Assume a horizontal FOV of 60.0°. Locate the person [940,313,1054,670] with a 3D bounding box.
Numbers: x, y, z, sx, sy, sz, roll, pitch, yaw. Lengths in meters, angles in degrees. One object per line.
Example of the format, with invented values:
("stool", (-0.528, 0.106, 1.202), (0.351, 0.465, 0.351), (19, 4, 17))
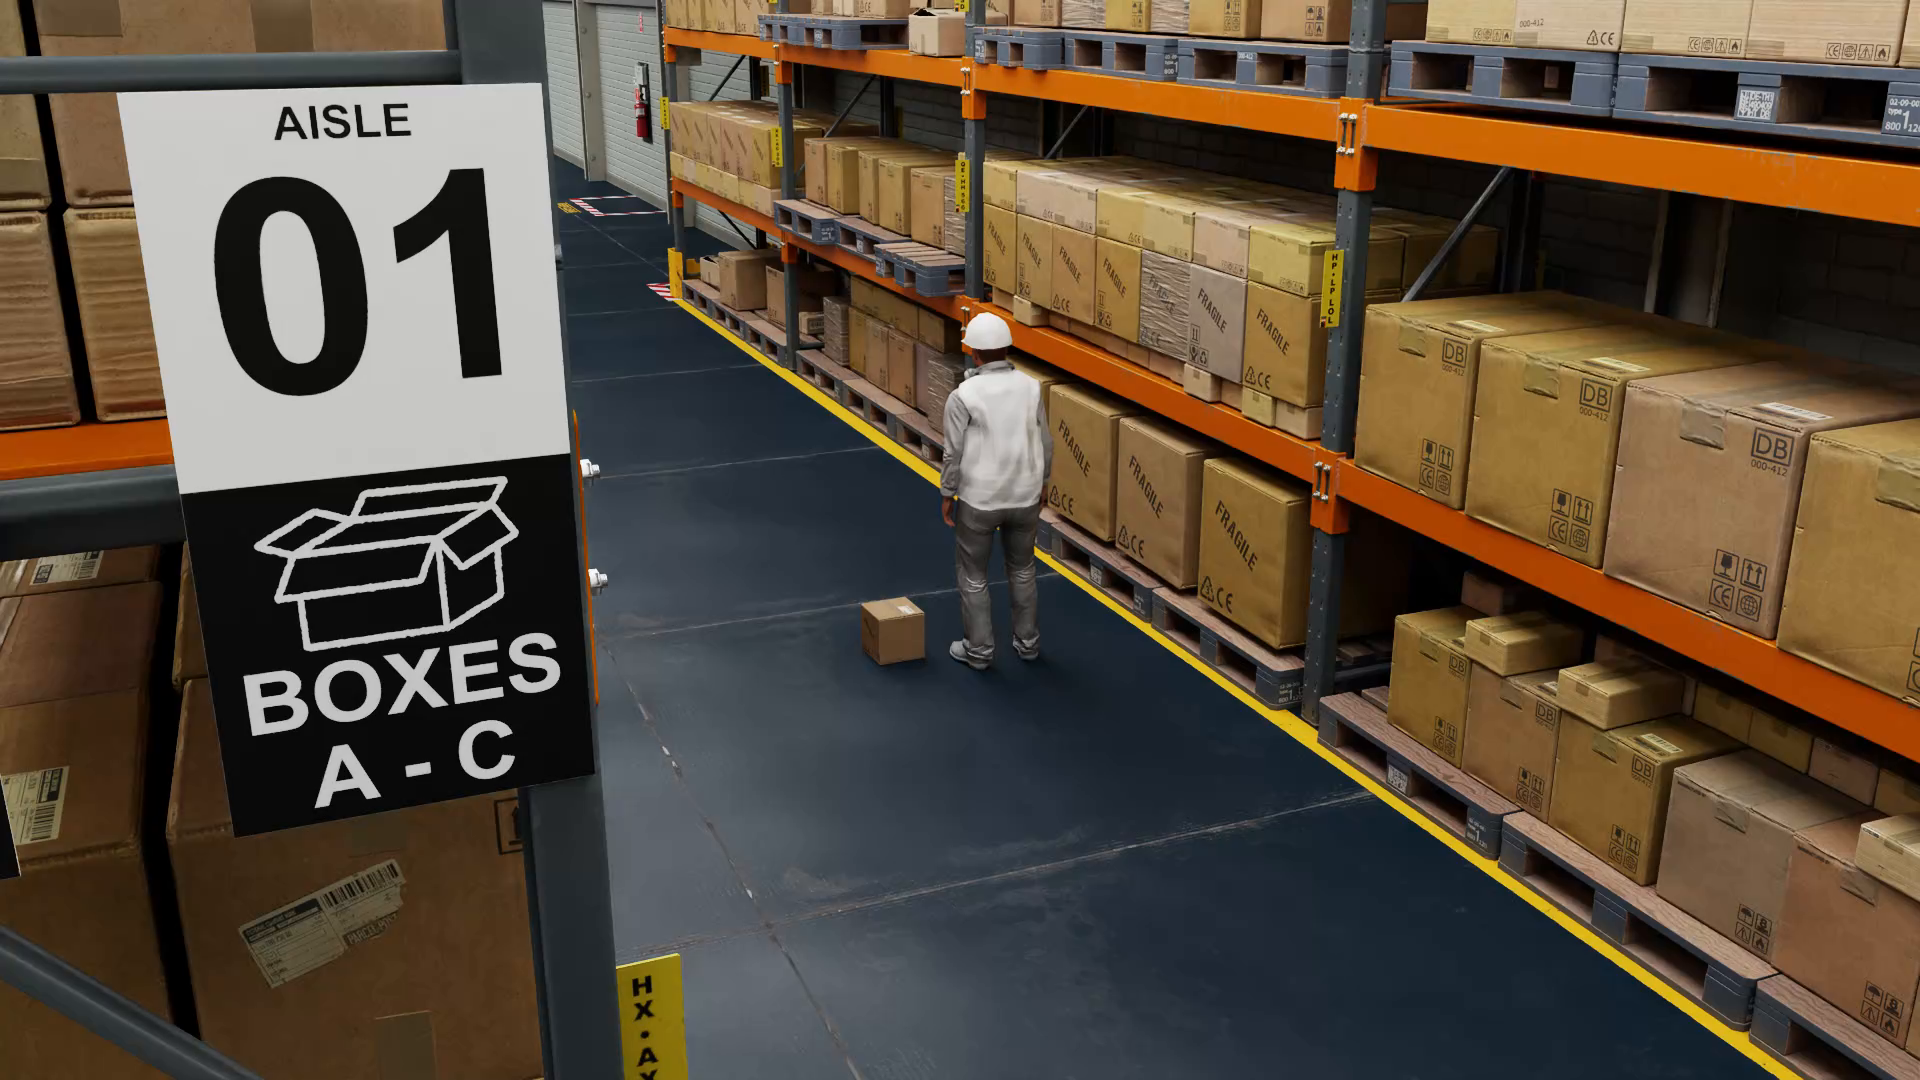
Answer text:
("person", (0.175, -0.232, 8.208), (0.579, 1.771, 0.463), (-7, 20, -20))
